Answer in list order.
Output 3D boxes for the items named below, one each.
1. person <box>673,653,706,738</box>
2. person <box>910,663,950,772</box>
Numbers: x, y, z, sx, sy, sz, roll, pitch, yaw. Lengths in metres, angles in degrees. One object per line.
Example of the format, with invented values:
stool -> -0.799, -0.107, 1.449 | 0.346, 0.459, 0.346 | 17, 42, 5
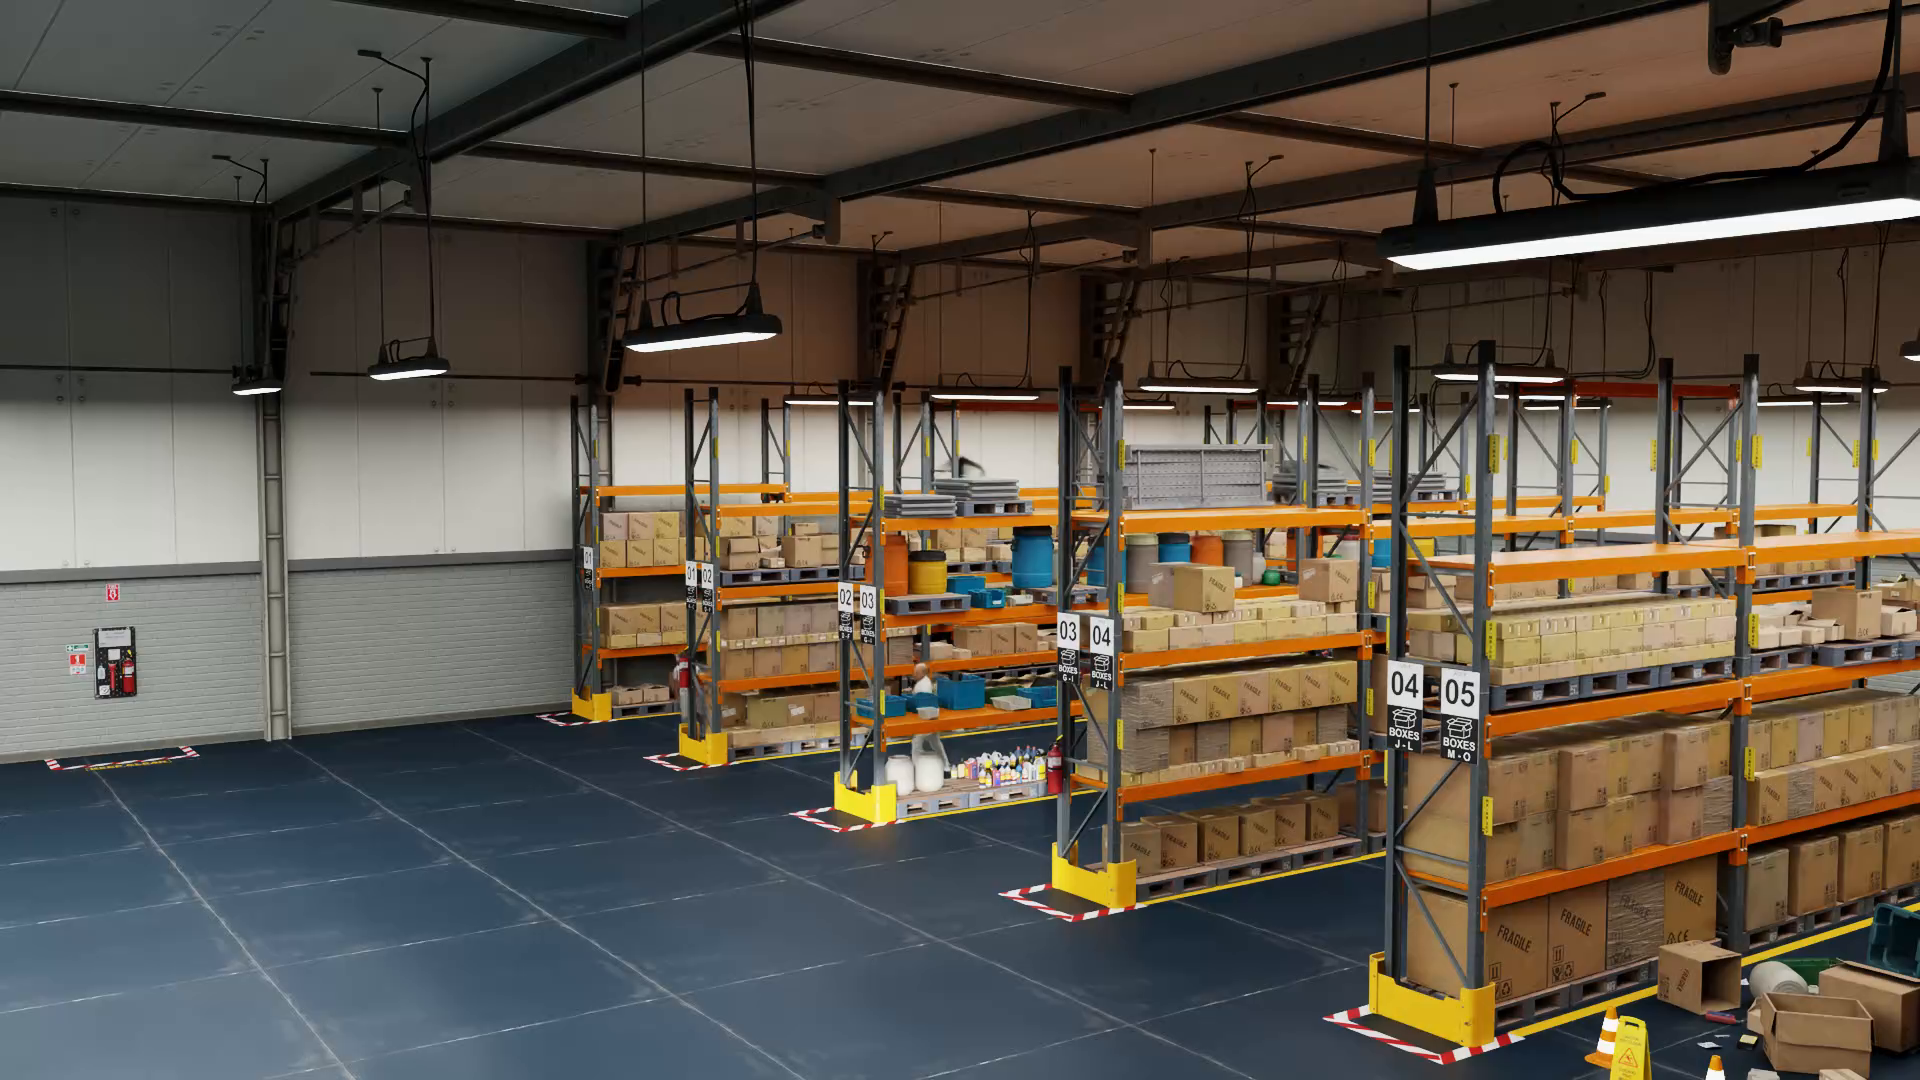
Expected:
person -> -4.644, 2.701, 28.671 | 0.620, 1.580, 0.706 | 0, 3, -2
person -> -0.557, 2.756, 25.513 | 0.832, 1.774, 0.763 | 0, 3, -2
